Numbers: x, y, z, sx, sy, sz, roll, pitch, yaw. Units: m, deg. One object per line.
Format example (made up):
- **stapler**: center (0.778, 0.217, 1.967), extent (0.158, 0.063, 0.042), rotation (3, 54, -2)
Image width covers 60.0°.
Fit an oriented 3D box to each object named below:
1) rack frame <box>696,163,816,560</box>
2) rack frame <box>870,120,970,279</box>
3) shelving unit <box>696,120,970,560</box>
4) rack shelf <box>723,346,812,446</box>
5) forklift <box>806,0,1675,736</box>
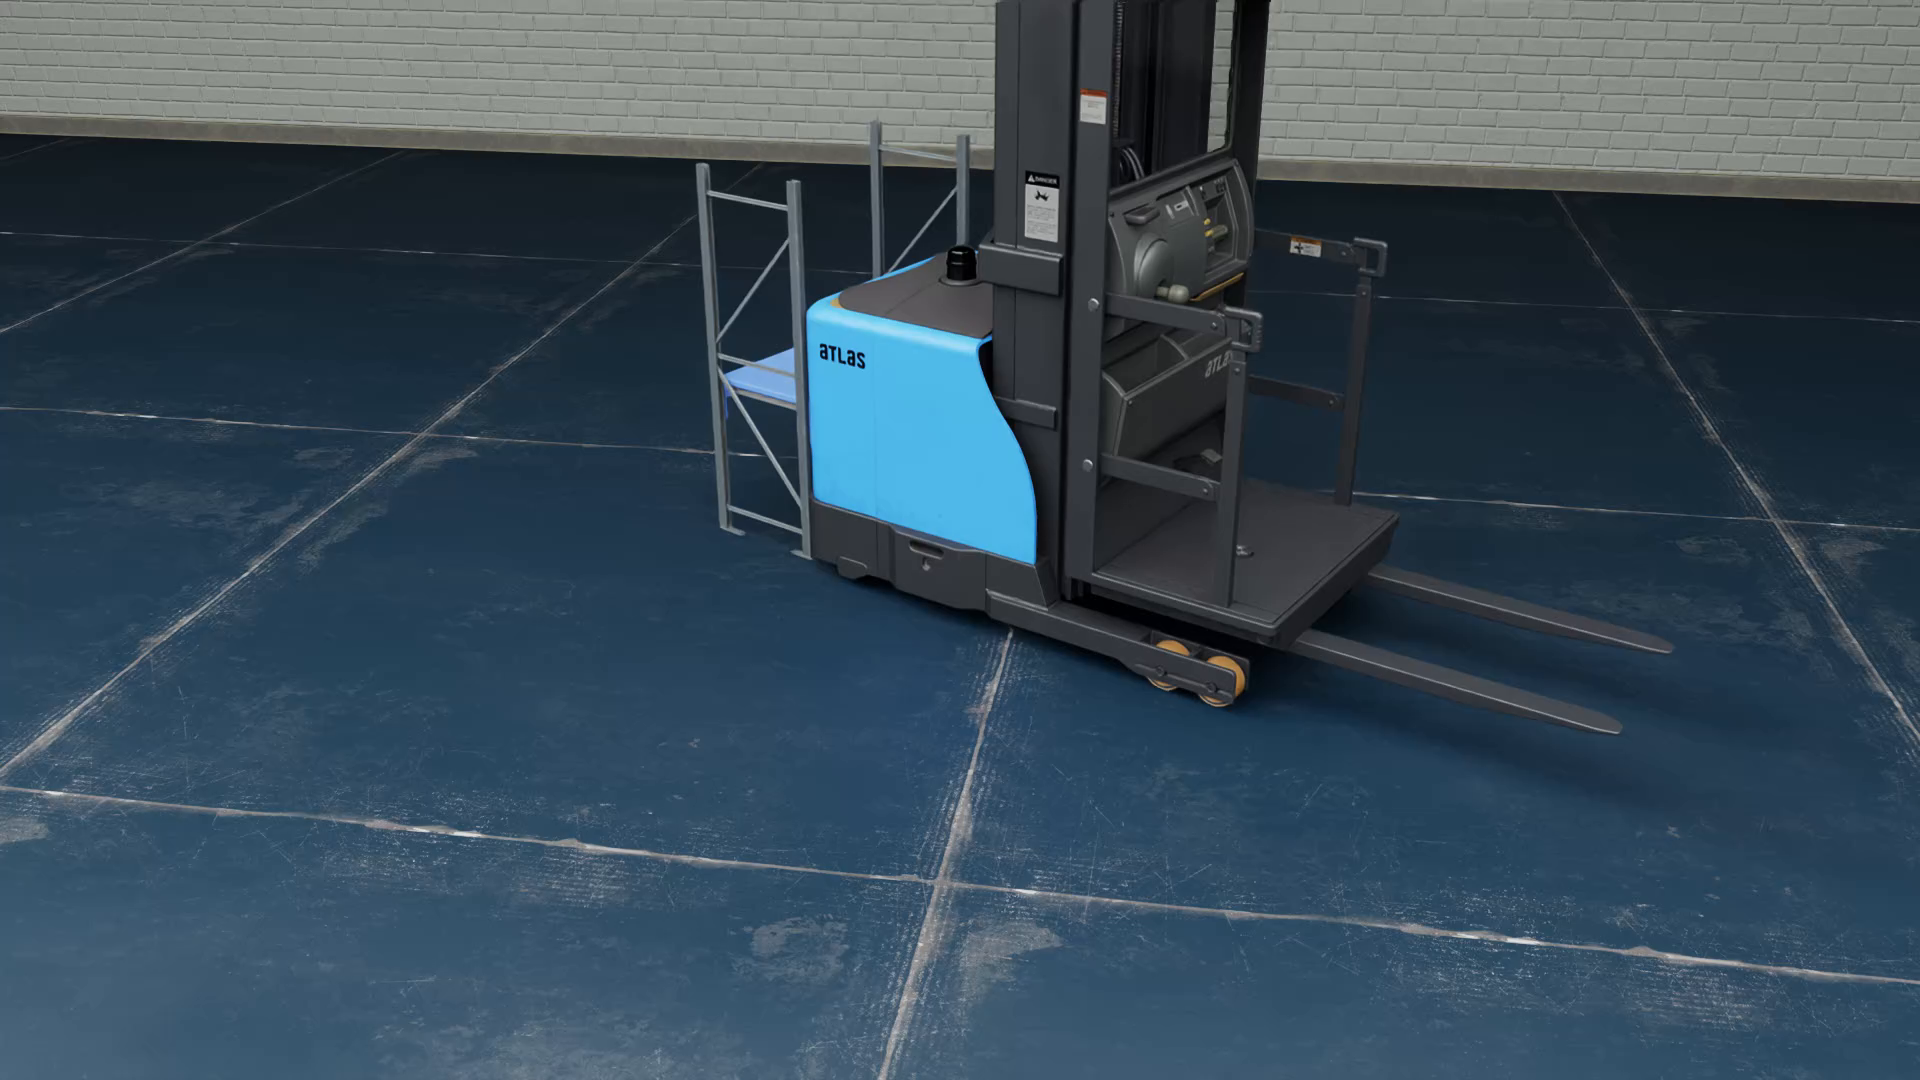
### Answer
- **rack frame**: center (-0.780, -0.667, 6.405), extent (0.500, 1.500, 0.032), rotation (18, 30, 33)
- **rack frame**: center (-0.170, -1.011, 7.141), extent (0.500, 1.500, 0.032), rotation (18, 30, 33)
- **shelving unit**: center (-0.475, -0.839, 6.773), extent (0.538, 1.500, 1.048), rotation (18, 30, 33)
- **rack shelf**: center (-0.475, -0.676, 6.849), extent (0.538, 0.185, 1.000), rotation (18, 30, 33)
- **forklift**: center (0.922, -1.026, 5.484), extent (3.031, 2.935, 1.130), rotation (16, 30, 31)
